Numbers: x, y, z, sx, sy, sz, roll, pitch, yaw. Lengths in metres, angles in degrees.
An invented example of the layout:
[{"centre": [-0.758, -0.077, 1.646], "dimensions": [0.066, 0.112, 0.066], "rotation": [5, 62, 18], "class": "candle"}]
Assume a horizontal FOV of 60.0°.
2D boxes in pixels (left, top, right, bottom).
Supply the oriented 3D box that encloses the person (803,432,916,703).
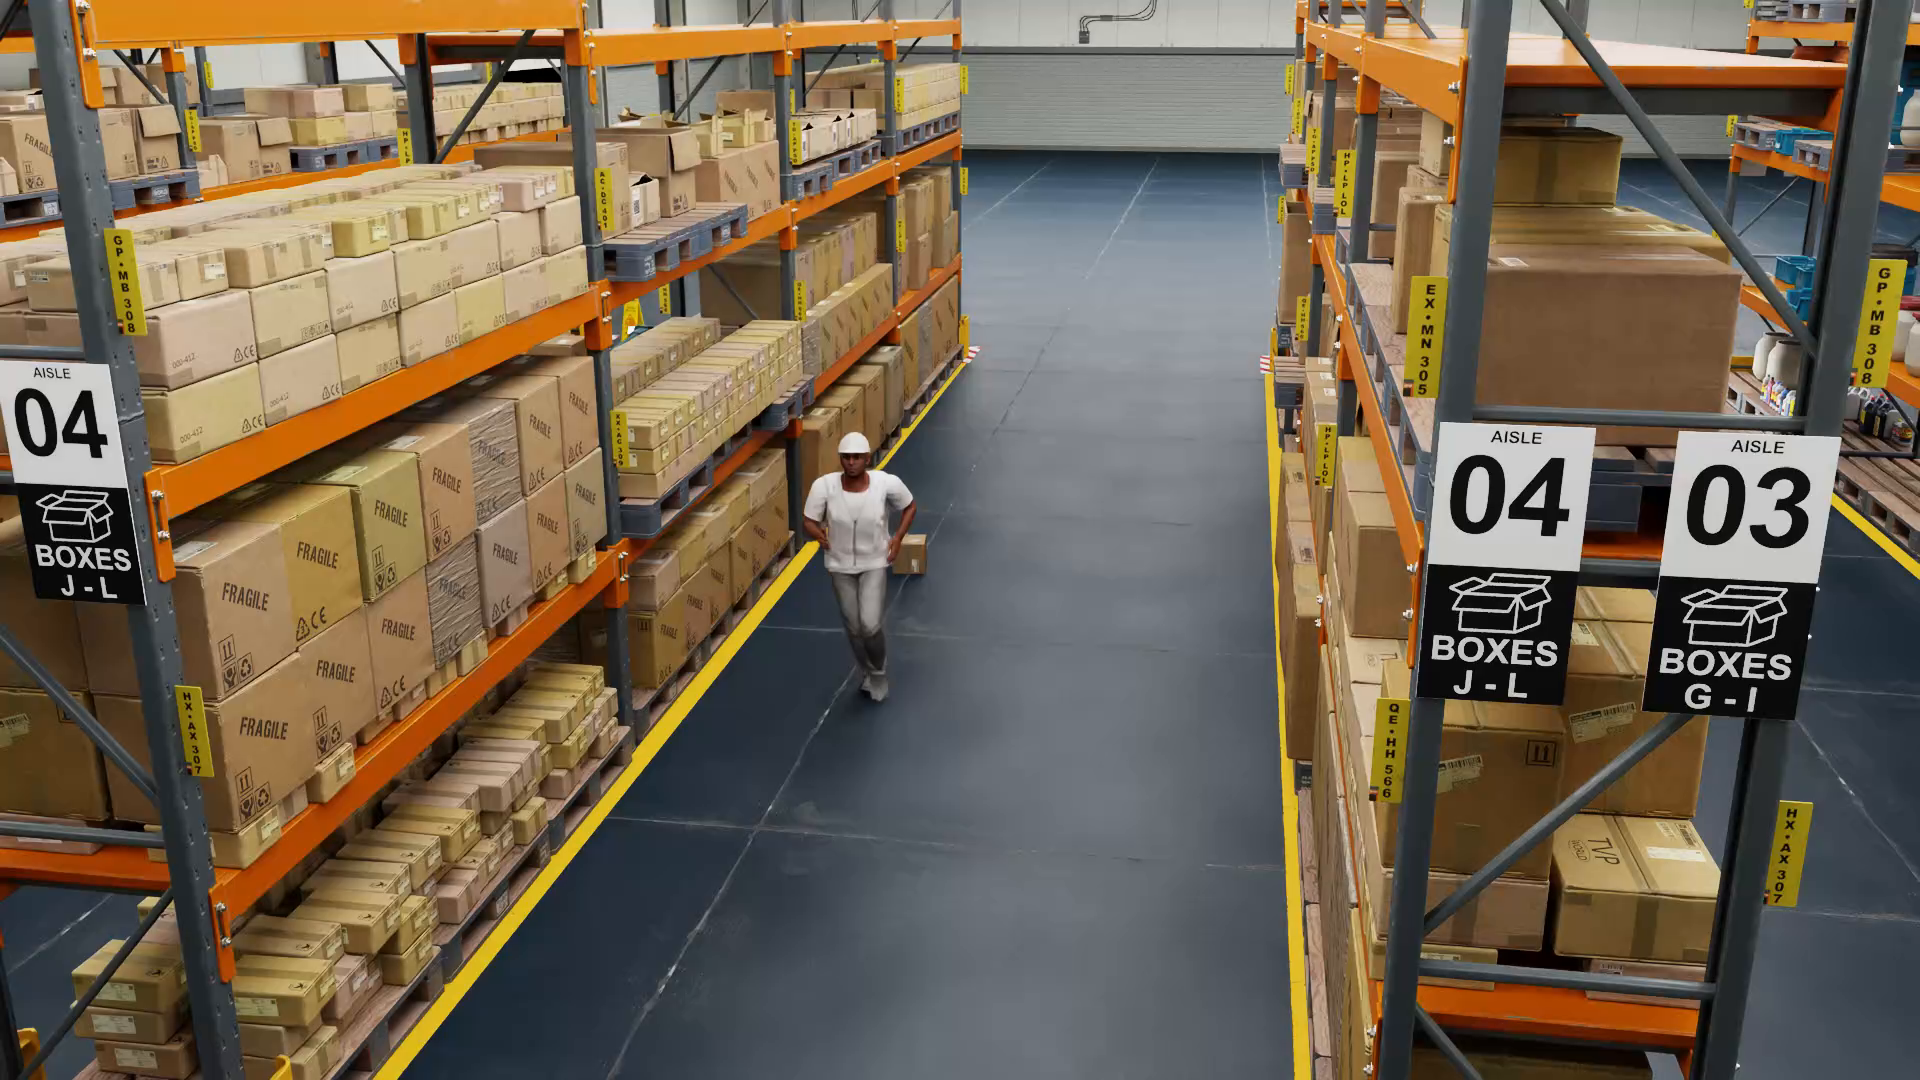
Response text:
[{"centre": [-0.643, 0.195, 10.460], "dimensions": [0.700, 1.773, 0.602], "rotation": [1, 18, 3], "class": "person"}]
